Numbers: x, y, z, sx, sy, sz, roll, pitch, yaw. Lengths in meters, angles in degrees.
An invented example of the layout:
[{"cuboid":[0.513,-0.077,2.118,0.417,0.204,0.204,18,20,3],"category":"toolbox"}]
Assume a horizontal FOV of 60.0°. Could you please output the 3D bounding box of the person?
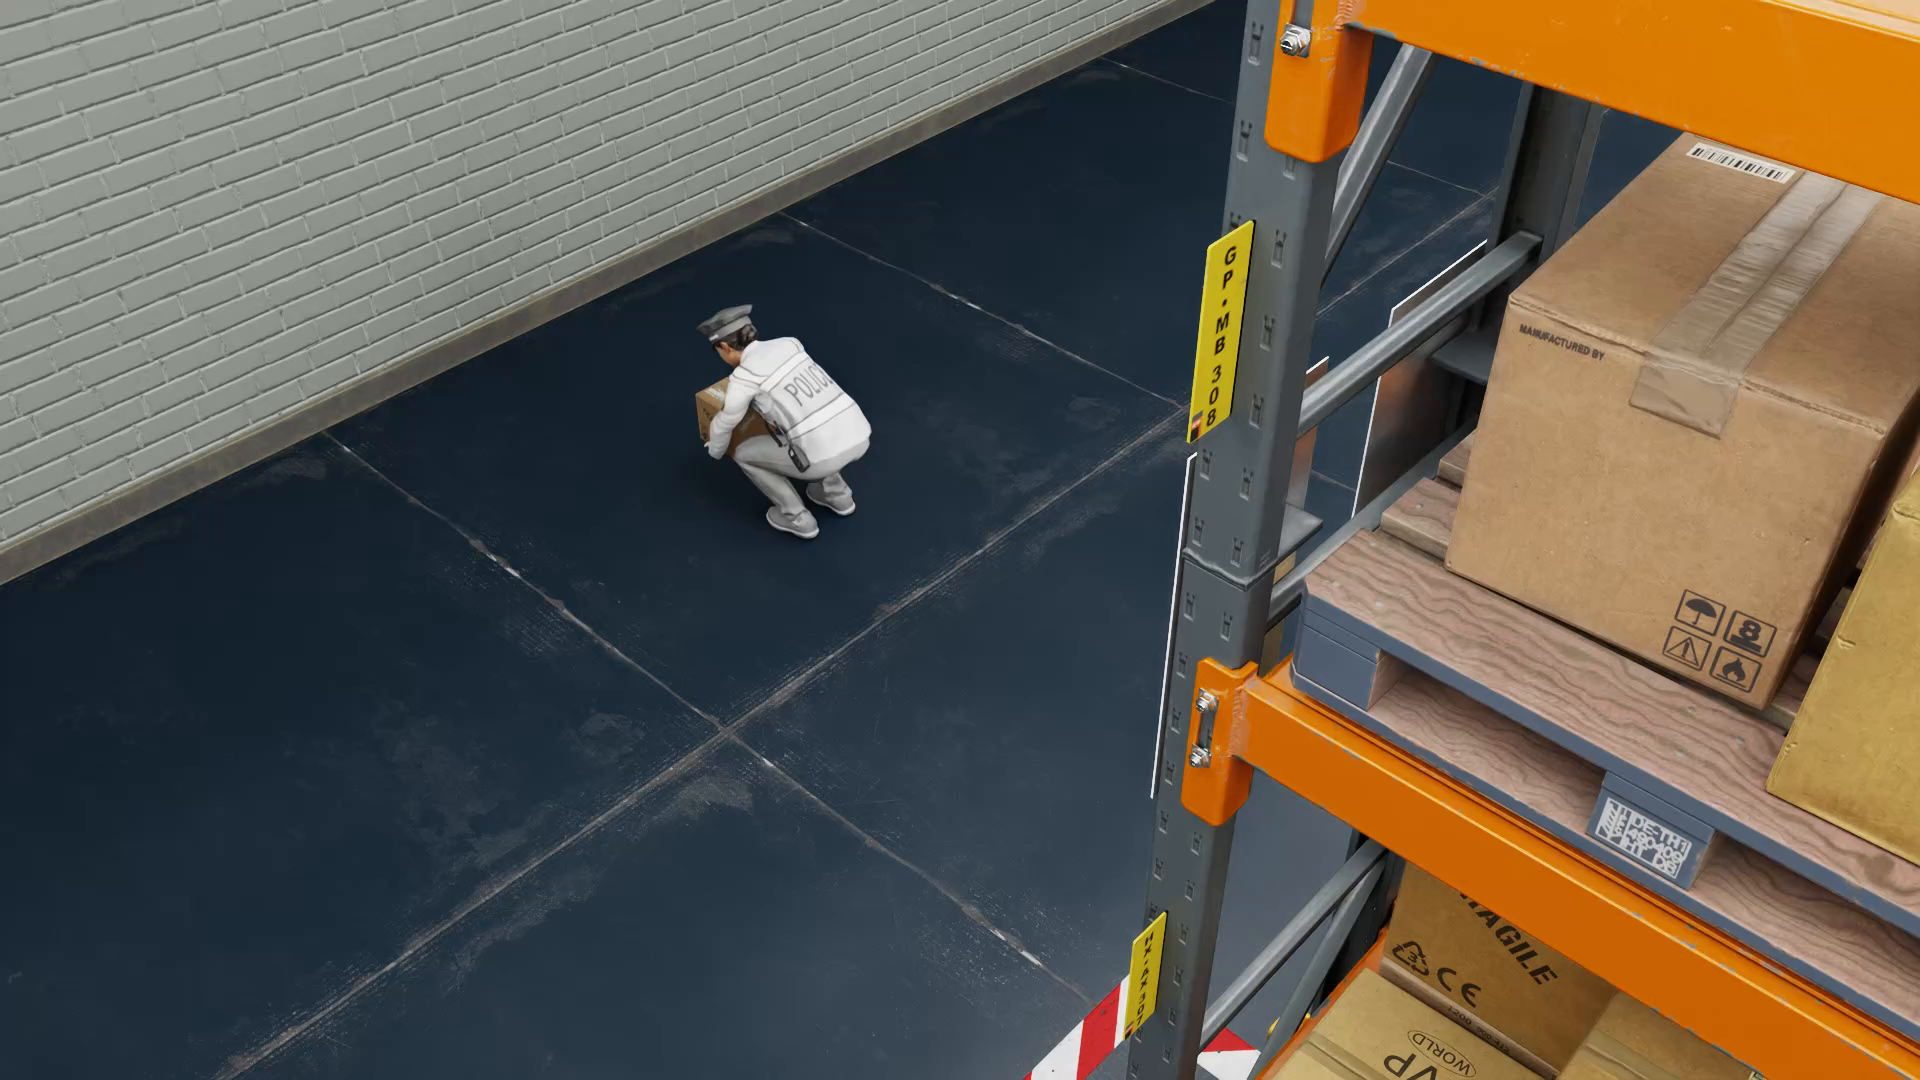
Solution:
[{"cuboid":[-0.781,-0.530,7.337,0.818,0.983,0.491,30,48,31],"category":"person"}]
